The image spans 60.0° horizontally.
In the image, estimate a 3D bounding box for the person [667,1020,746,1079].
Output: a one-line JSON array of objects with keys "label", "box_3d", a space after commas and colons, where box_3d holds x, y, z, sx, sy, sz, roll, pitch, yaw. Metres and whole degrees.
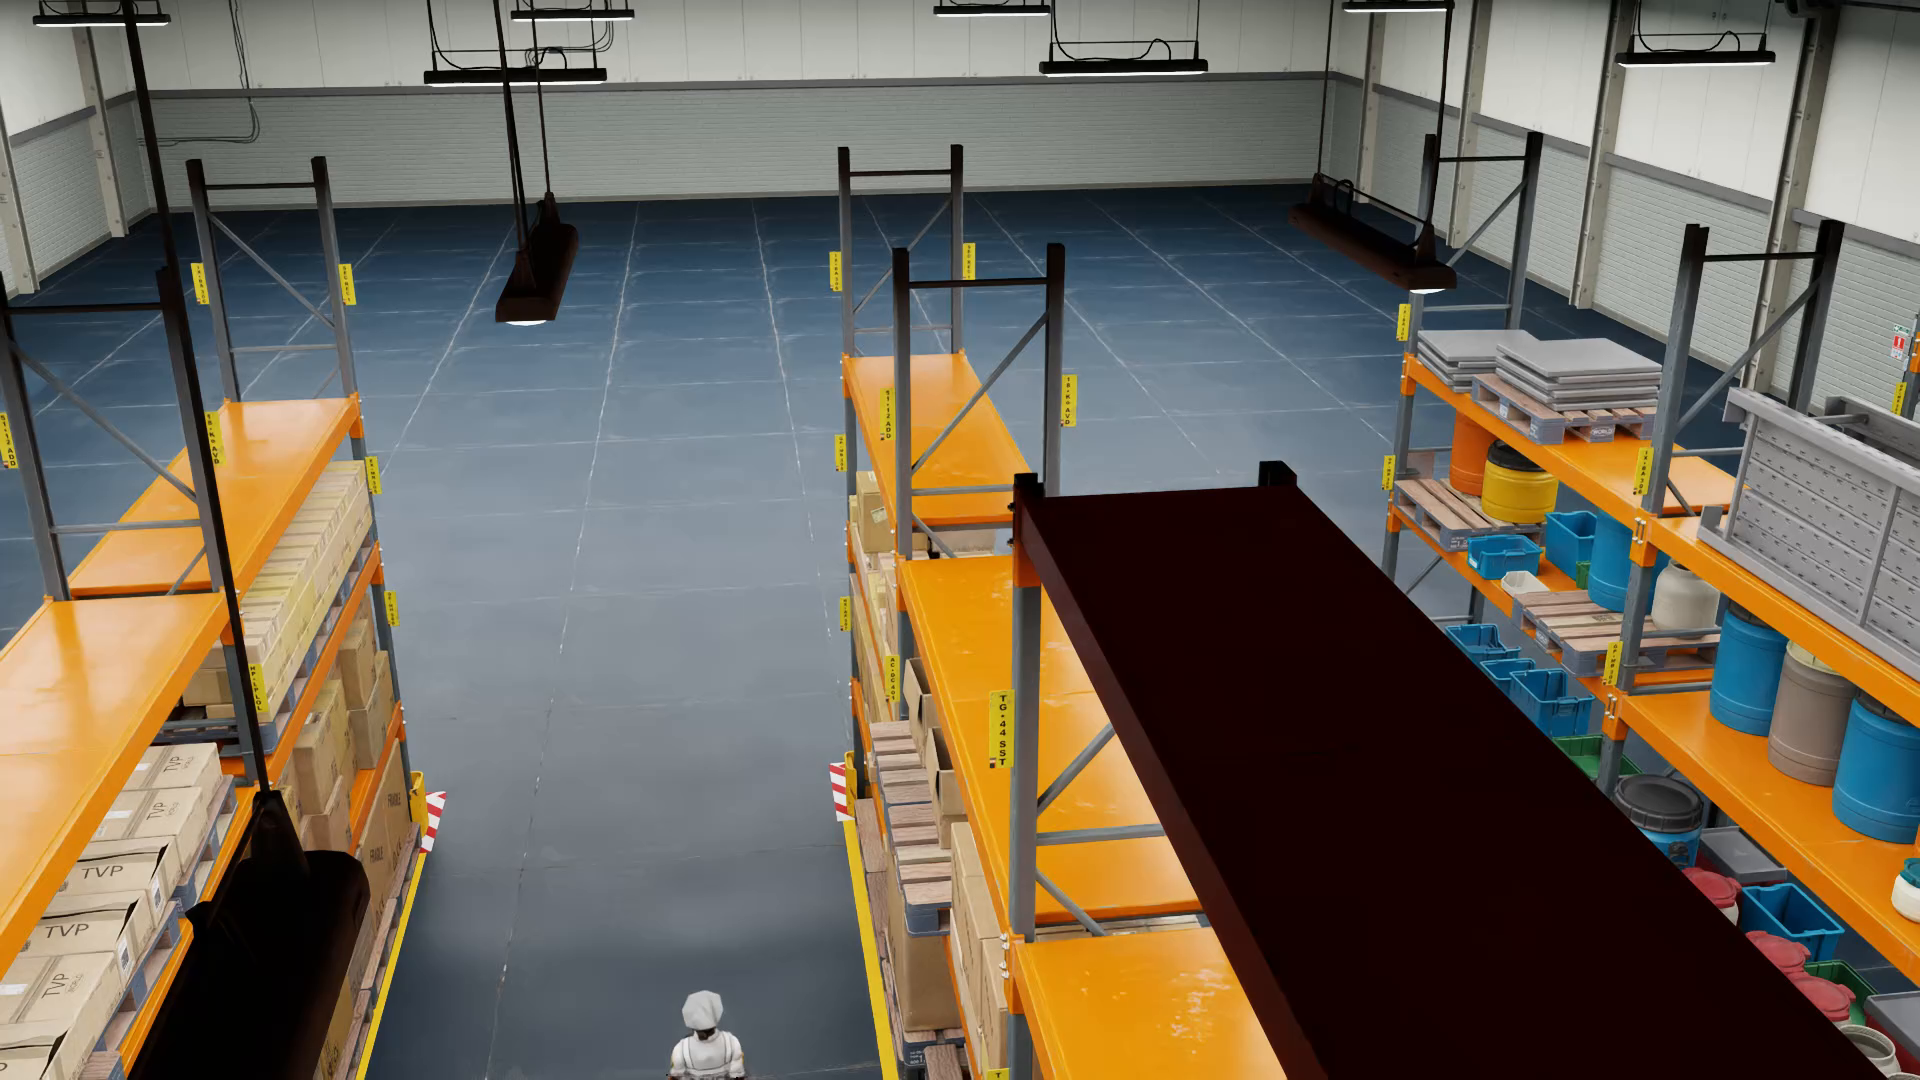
[{"label": "person", "box_3d": [-1.605, 3.248, 10.375, 0.455, 0.989, 0.501, -9, 23, -22]}]
